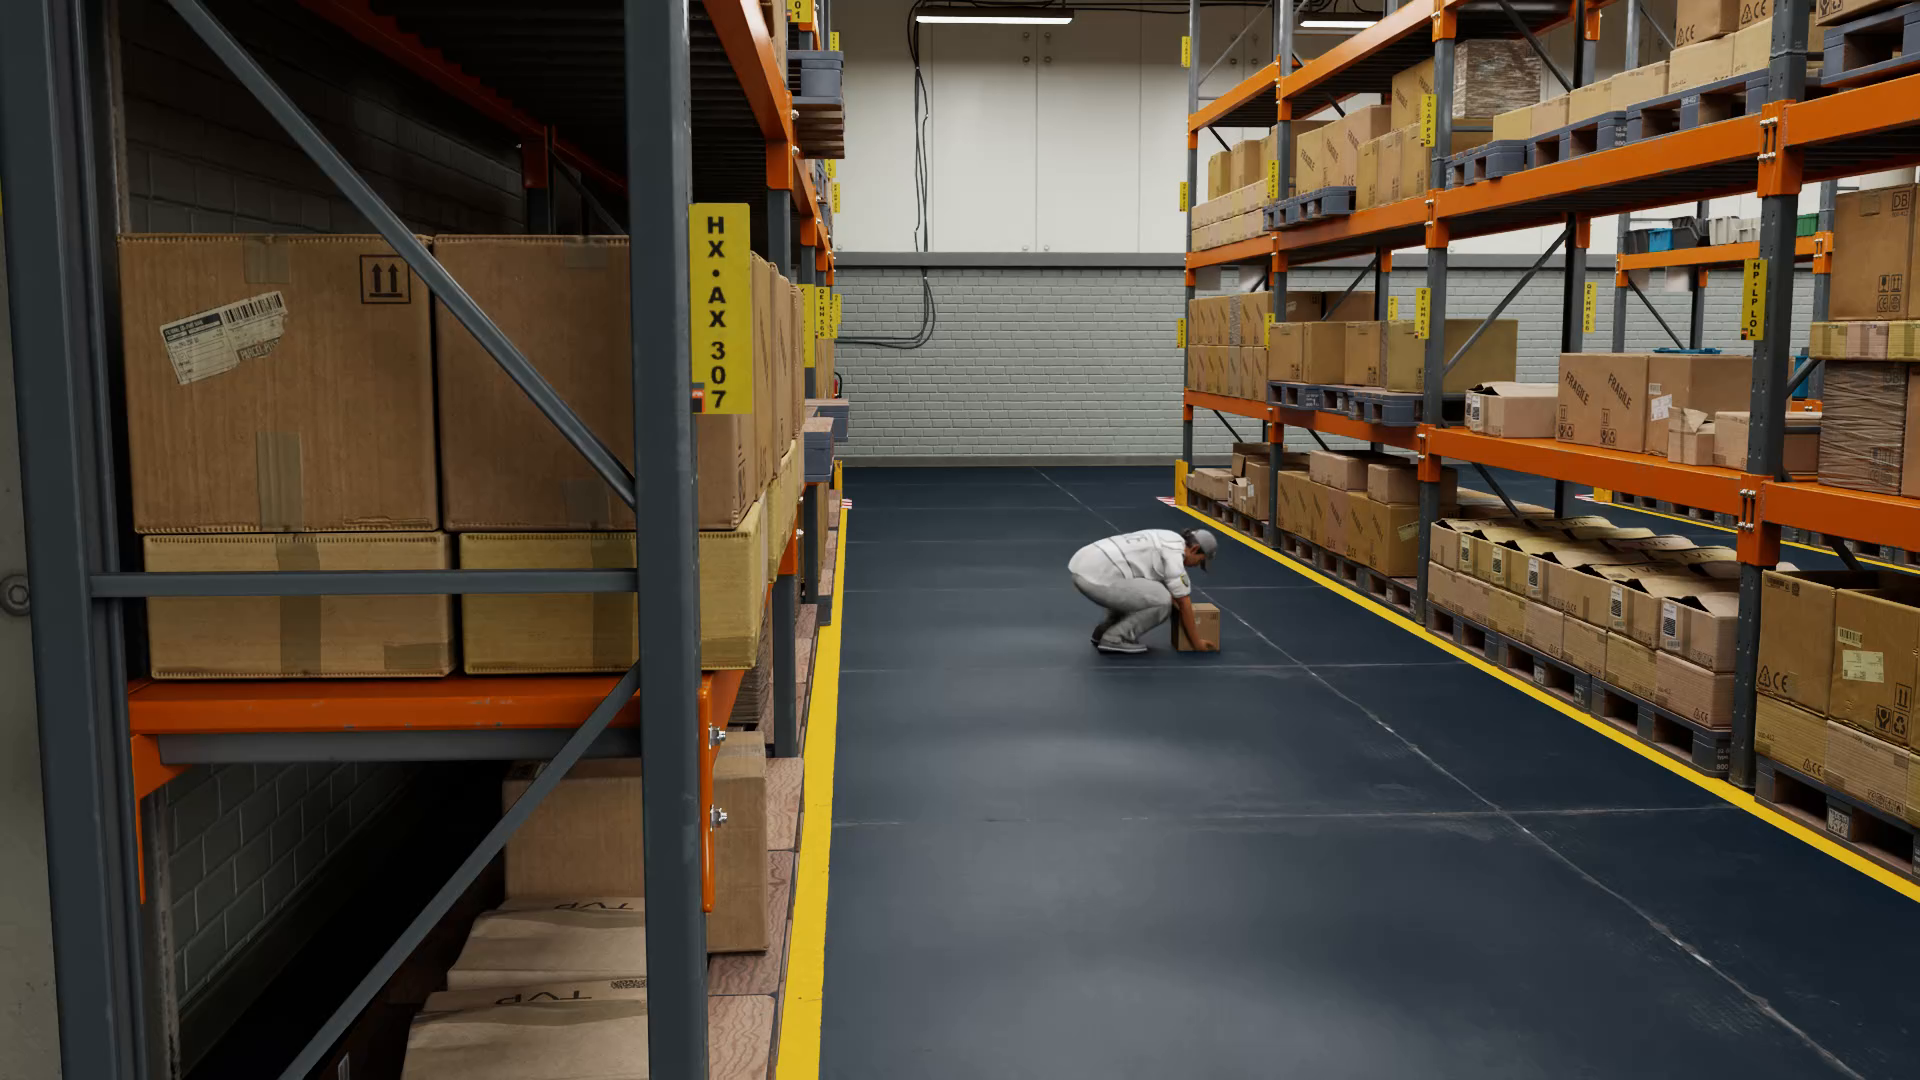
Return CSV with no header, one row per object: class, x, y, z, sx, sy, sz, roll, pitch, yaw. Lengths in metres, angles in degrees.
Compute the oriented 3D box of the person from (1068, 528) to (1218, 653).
person,1.123,0.310,10.154,0.922,0.760,0.501,-1,7,-5
